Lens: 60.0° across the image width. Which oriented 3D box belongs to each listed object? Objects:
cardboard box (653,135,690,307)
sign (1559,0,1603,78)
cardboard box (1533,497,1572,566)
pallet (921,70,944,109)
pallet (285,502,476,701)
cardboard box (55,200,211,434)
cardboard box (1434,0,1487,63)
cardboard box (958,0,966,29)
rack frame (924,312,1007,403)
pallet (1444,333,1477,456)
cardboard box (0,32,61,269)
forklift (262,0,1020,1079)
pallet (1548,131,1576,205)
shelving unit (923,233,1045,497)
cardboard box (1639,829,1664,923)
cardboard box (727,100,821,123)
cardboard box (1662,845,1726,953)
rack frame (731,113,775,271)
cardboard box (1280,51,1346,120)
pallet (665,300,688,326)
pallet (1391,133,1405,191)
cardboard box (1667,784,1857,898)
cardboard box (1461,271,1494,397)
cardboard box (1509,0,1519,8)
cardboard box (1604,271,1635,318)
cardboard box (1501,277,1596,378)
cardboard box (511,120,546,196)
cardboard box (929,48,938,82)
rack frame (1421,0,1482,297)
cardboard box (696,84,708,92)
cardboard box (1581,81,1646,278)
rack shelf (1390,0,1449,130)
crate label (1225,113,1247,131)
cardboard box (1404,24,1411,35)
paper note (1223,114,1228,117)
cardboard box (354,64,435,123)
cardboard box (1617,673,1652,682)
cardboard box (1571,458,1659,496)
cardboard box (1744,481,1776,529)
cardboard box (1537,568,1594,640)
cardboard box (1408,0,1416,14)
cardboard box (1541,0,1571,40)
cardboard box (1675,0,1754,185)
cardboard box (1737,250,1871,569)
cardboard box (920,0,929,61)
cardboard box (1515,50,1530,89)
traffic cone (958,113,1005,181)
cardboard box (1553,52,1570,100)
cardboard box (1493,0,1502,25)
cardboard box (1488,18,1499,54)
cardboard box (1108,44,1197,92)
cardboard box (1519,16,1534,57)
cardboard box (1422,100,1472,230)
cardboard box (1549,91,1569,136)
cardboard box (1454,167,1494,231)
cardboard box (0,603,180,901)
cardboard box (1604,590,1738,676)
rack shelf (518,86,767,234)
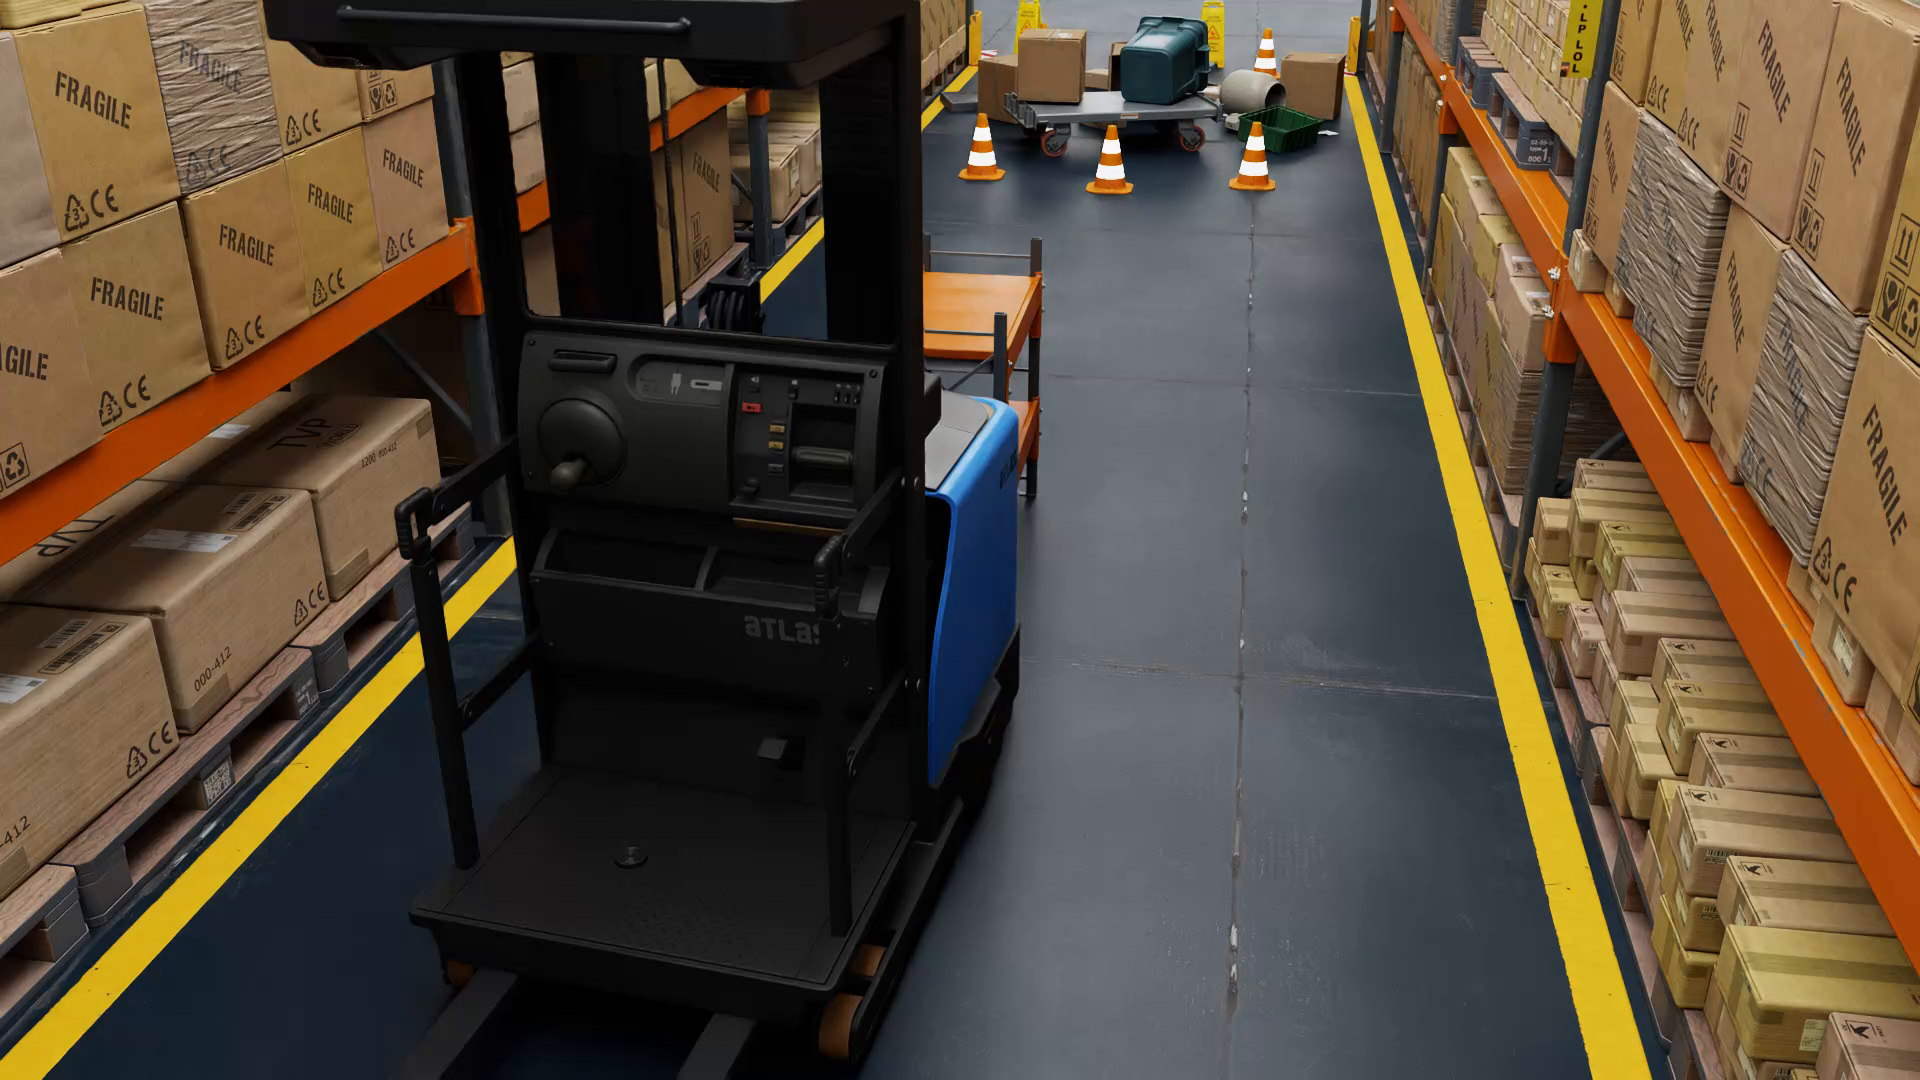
[{"bbox_3d":[-2.010,-1.660,8.769,0.875,0.875,0.875,4,25,9],"label":"cardboard box"},{"bbox_3d":[2.033,-1.676,5.426,0.100,0.325,0.005,4,25,9],"label":"sign"},{"bbox_3d":[2.206,-0.019,5.768,0.380,0.149,0.250,5,26,11],"label":"cardboard box"},{"bbox_3d":[-0.740,-4.293,15.673,1.003,0.211,1.213,4,25,9],"label":"pallet"},{"bbox_3d":[-2.521,0.160,6.158,1.003,0.211,1.213,4,25,9],"label":"pallet"},{"bbox_3d":[-2.390,-0.604,4.384,0.500,0.500,0.500,5,26,10],"label":"cardboard box"},{"bbox_3d":[3.043,-3.040,9.588,0.500,0.500,0.500,4,25,9],"label":"cardboard box"},{"bbox_3d":[-0.232,-5.365,16.538,0.500,0.500,0.500,4,25,9],"label":"cardboard box"},{"bbox_3d":[-0.084,-0.294,6.051,0.500,1.125,0.032,4,25,9],"label":"rack frame"},{"bbox_3d":[2.903,-0.689,7.973,1.003,0.211,1.213,4,25,9],"label":"pallet"},{"bbox_3d":[-2.460,-0.854,3.738,0.500,0.500,0.500,4,25,8],"label":"cardboard box"},{"bbox_3d":[-0.687,-0.244,3.813,1.130,2.935,3.031,7,26,14],"label":"forklift"},{"bbox_3d":[2.849,-1.337,6.295,1.003,0.211,1.213,4,25,9],"label":"pallet"},{"bbox_3d":[-0.001,-0.507,6.506,0.538,1.125,1.048,4,25,9],"label":"shelving unit"},{"bbox_3d":[1.949,0.878,4.204,0.380,0.149,0.250,5,25,10],"label":"cardboard box"},{"bbox_3d":[-1.321,-2.950,12.118,0.950,0.372,0.625,5,26,10],"label":"cardboard box"},{"bbox_3d":[1.887,0.849,3.914,0.380,0.149,0.250,4,25,9],"label":"cardboard box"},{"bbox_3d":[-1.666,-3.088,9.809,1.000,3.000,0.127,4,25,9],"label":"rack frame"},{"bbox_3d":[3.129,-4.050,14.809,0.500,0.500,0.500,8,26,18],"label":"cardboard box"},{"bbox_3d":[-2.071,-0.992,8.620,1.003,0.211,1.213,4,25,9],"label":"pallet"},{"bbox_3d":[3.836,-2.869,12.631,1.003,0.211,1.213,4,25,9],"label":"pallet"},{"bbox_3d":[1.872,0.713,3.855,0.380,0.149,0.250,5,26,10],"label":"cardboard box"},{"bbox_3d":[2.625,-0.928,7.648,0.500,0.500,0.500,3,25,7],"label":"cardboard box"},{"bbox_3d":[2.838,-2.628,7.925,0.380,0.149,0.250,3,25,6],"label":"cardboard box"},{"bbox_3d":[2.243,-0.792,5.199,0.380,0.149,0.250,5,26,10],"label":"cardboard box"},{"bbox_3d":[2.453,-0.841,6.577,0.500,0.250,0.500,3,25,7],"label":"cardboard box"},{"bbox_3d":[-1.987,-1.513,6.621,0.500,0.250,0.500,3,25,7],"label":"cardboard box"},{"bbox_3d":[-0.489,-4.380,15.317,0.500,0.250,0.500,4,25,8],"label":"cardboard box"},{"bbox_3d":[3.234,-2.787,9.167,1.000,3.000,0.127,4,25,9],"label":"rack frame"},{"bbox_3d":[-1.560,-2.576,8.892,0.500,0.250,0.500,4,25,9],"label":"cardboard box"},{"bbox_3d":[2.251,-1.105,5.103,0.500,0.500,0.500,4,25,8],"label":"cardboard box"},{"bbox_3d":[3.561,-3.298,11.106,1.077,0.370,4.000,4,25,9],"label":"rack shelf"},{"bbox_3d":[2.417,-3.554,14.182,0.298,0.136,0.250,-14,29,-27],"label":"crate label"},{"bbox_3d":[4.060,-3.946,13.654,0.875,0.875,0.875,4,25,9],"label":"cardboard box"},{"bbox_3d":[2.305,-3.807,14.856,0.172,0.023,0.155,13,28,26],"label":"paper note"},{"bbox_3d":[-2.124,-1.697,5.539,0.500,0.500,0.500,4,25,8],"label":"cardboard box"},{"bbox_3d":[2.133,0.424,4.823,0.380,0.149,0.250,5,26,11],"label":"cardboard box"},{"bbox_3d":[2.320,-0.153,5.705,0.380,0.149,0.250,5,26,11],"label":"cardboard box"},{"bbox_3d":[2.026,-0.128,3.782,0.380,0.149,0.250,4,25,9],"label":"cardboard box"},{"bbox_3d":[2.161,0.228,5.592,0.380,0.149,0.250,5,26,10],"label":"cardboard box"},{"bbox_3d":[3.371,-3.884,11.392,0.500,0.500,0.500,4,25,8],"label":"cardboard box"},{"bbox_3d":[2.667,-2.187,6.983,0.380,0.149,0.250,3,25,6],"label":"cardboard box"},{"bbox_3d":[2.084,-1.149,4.018,0.500,0.500,0.500,4,25,9],"label":"cardboard box"},{"bbox_3d":[1.909,-0.255,3.288,0.500,0.500,0.500,4,25,9],"label":"cardboard box"},{"bbox_3d":[-0.573,-4.498,14.685,0.500,0.500,0.500,5,26,11],"label":"cardboard box"},{"bbox_3d":[2.747,-2.136,7.576,0.380,0.149,0.250,4,25,9],"label":"cardboard box"},{"bbox_3d":[0.167,-2.996,12.606,0.336,0.463,0.334,4,25,9],"label":"traffic cone"},{"bbox_3d":[2.576,-1.834,6.580,0.380,0.149,0.250,3,25,7],"label":"cardboard box"},{"bbox_3d":[2.915,-2.697,8.423,0.380,0.149,0.250,5,26,11],"label":"cardboard box"},{"bbox_3d":[2.918,-2.578,8.521,0.380,0.149,0.250,5,26,11],"label":"cardboard box"},{"bbox_3d":[1.708,-4.063,14.677,0.797,0.637,0.503,4,25,9],"label":"cardboard box"},{"bbox_3d":[2.748,-2.272,7.515,0.380,0.149,0.250,4,25,8],"label":"cardboard box"},{"bbox_3d":[3.423,-2.207,10.085,1.050,0.750,0.750,4,25,8],"label":"cardboard box"},{"bbox_3d":[2.576,-1.688,6.620,0.380,0.149,0.250,3,25,6],"label":"cardboard box"},{"bbox_3d":[2.800,-1.701,8.415,0.500,0.250,0.500,4,25,8],"label":"cardboard box"},{"bbox_3d":[-2.823,0.562,4.539,0.875,0.438,0.875,5,25,10],"label":"cardboard box"},{"bbox_3d":[2.081,0.279,4.782,0.380,0.149,0.250,5,25,10],"label":"cardboard box"},{"bbox_3d":[-1.993,-1.926,8.175,1.077,0.370,4.000,4,25,9],"label":"rack shelf"}]
